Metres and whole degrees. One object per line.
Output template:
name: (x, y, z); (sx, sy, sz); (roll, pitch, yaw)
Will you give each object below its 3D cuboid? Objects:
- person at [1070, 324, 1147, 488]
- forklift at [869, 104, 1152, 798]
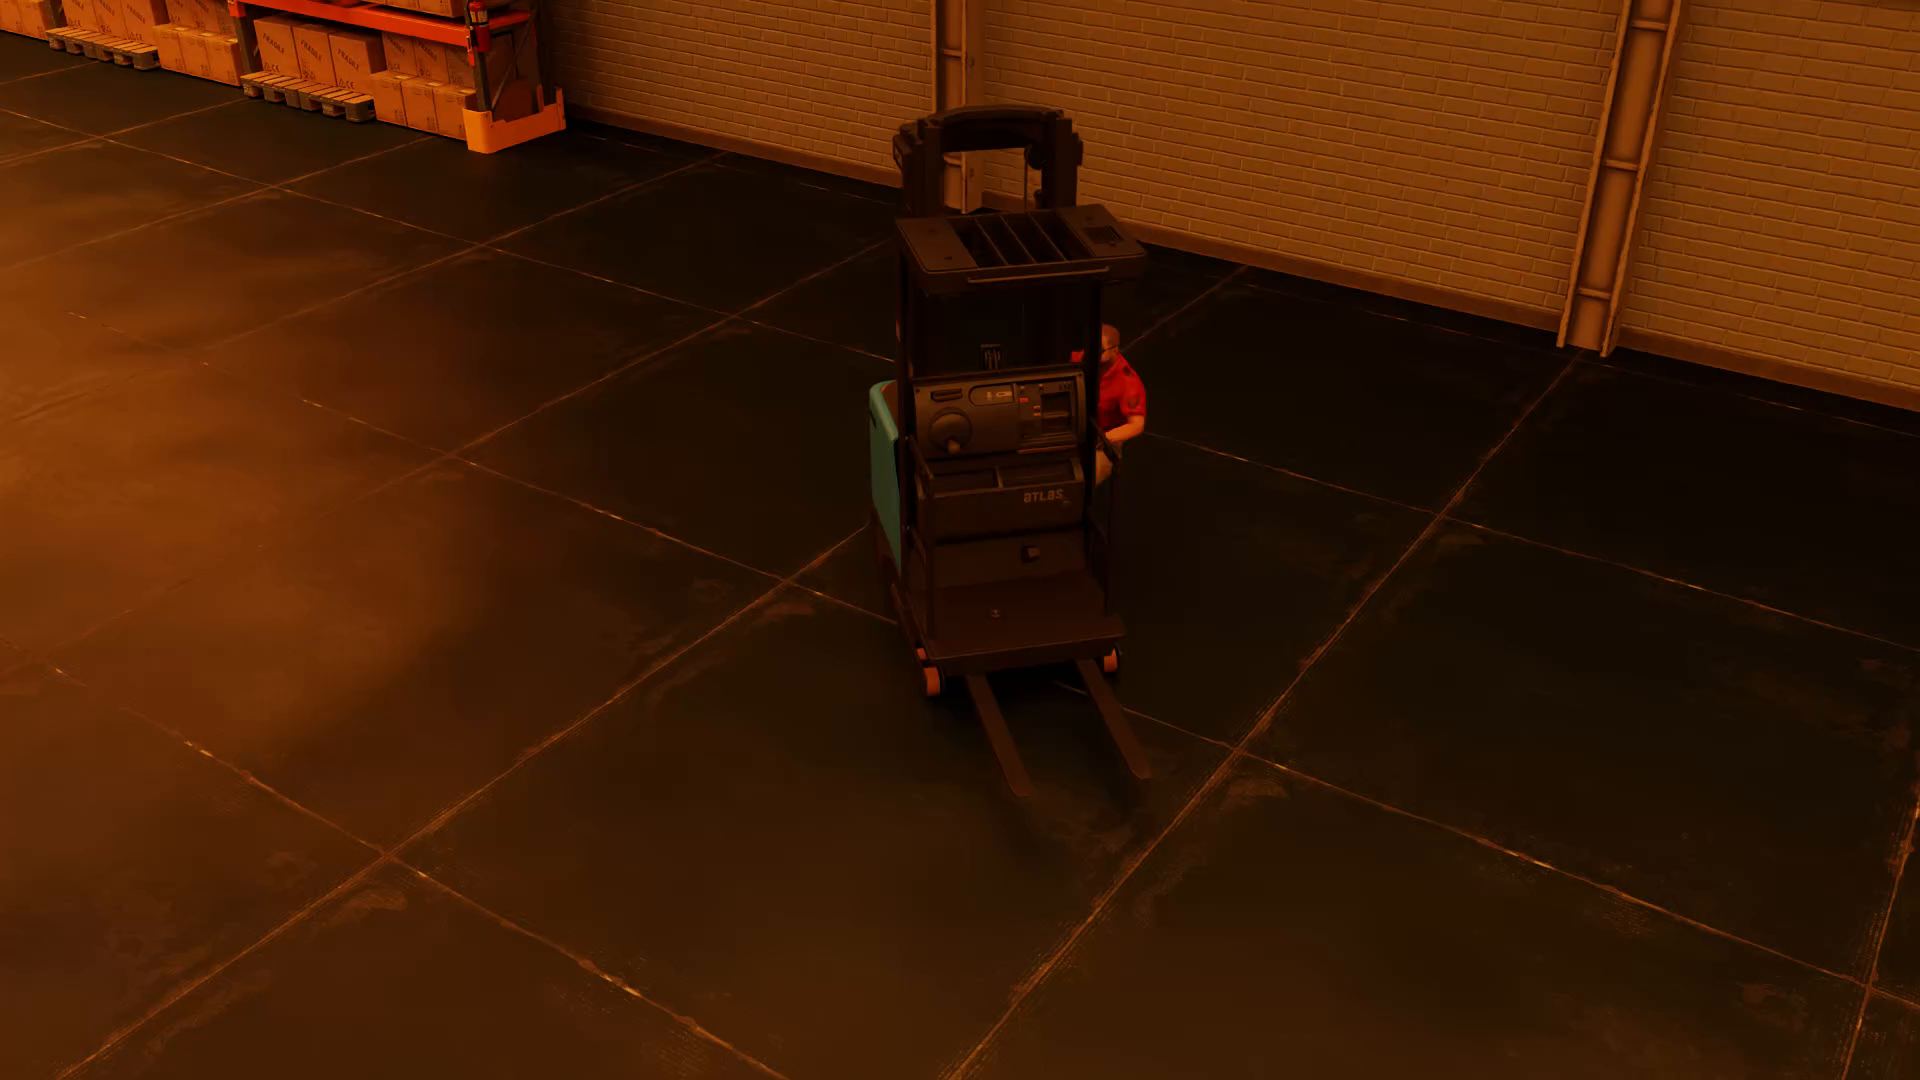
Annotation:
person: (0.643, -0.533, 9.946); (0.881, 1.491, 0.846); (24, 38, 35)
forklift: (0.266, -0.625, 8.658); (1.130, 2.935, 3.031); (-7, 31, -11)
